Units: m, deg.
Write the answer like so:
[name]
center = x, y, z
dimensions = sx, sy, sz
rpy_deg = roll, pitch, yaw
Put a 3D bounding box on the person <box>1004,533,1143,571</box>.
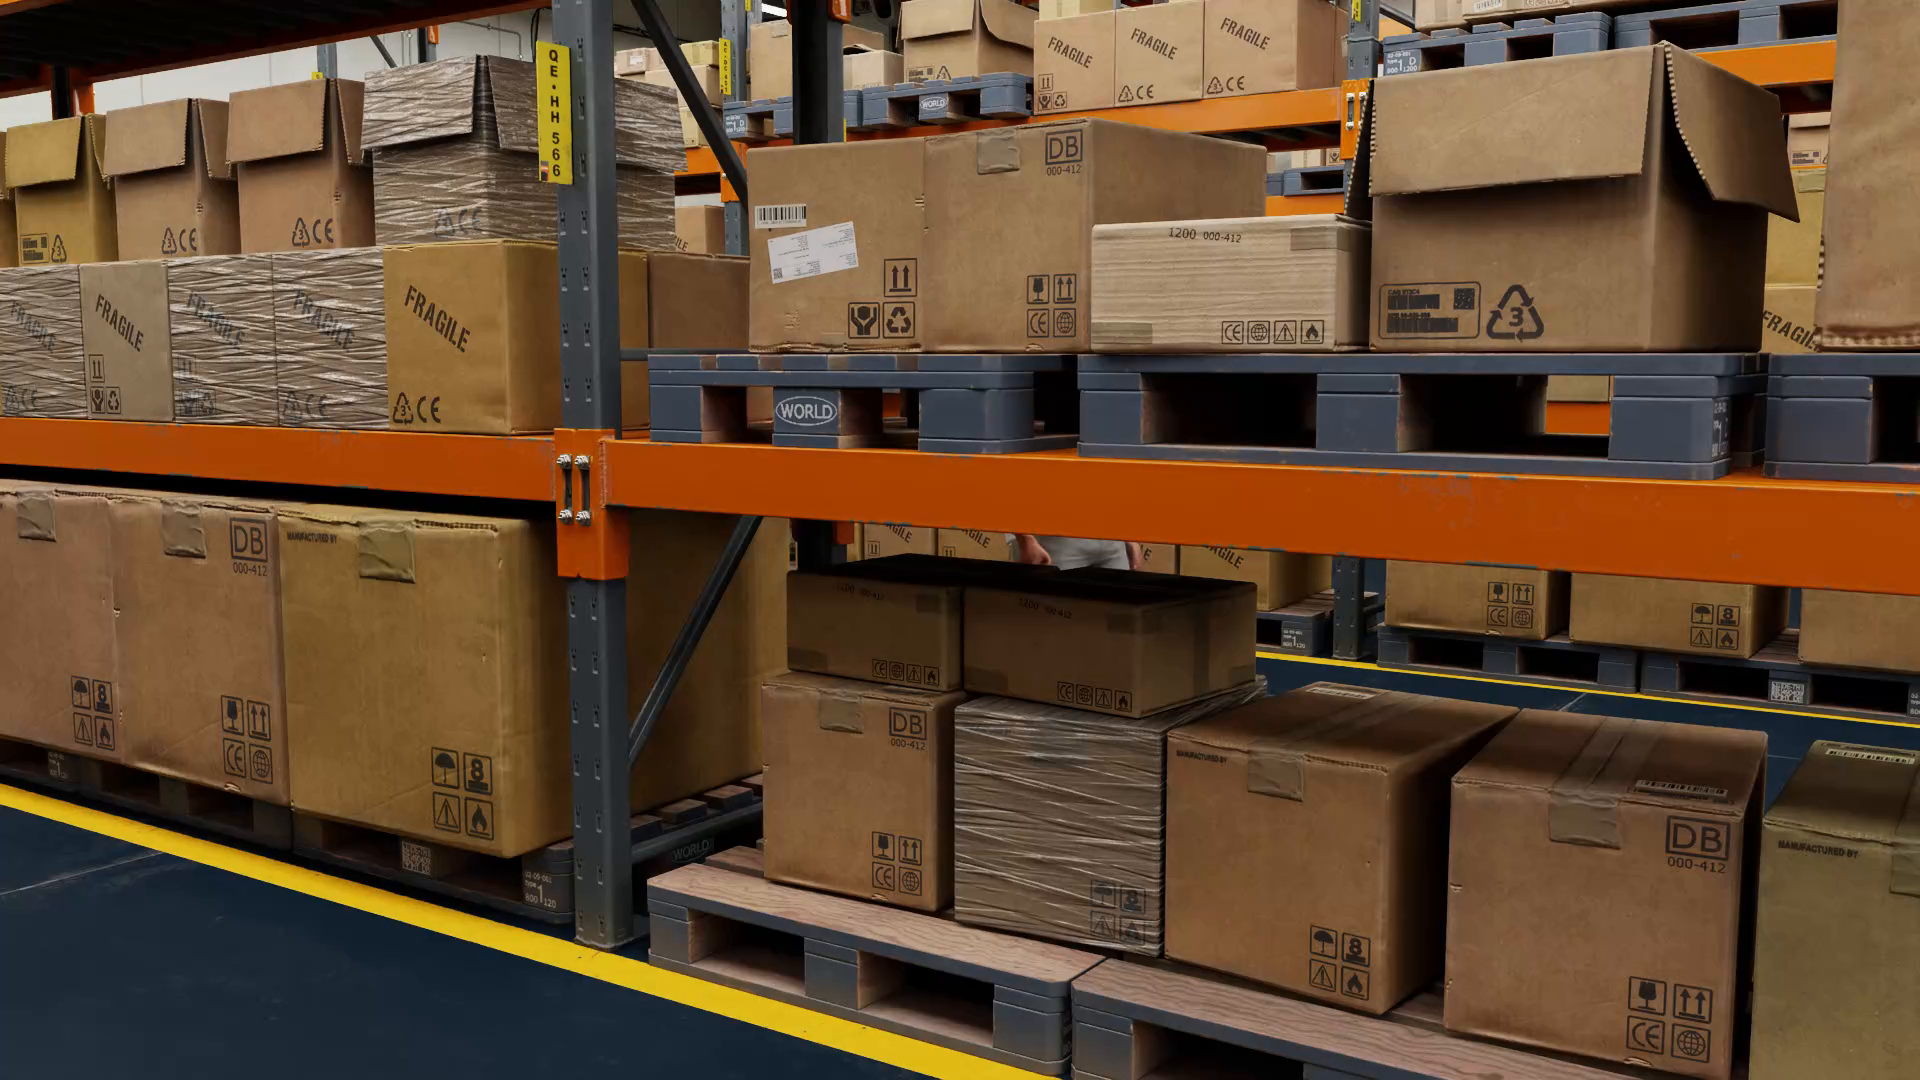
[person]
center = 0.386, 0.005, 5.698
dimensions = 0.601, 1.747, 0.437
rpy_deg = -5, 8, -41
